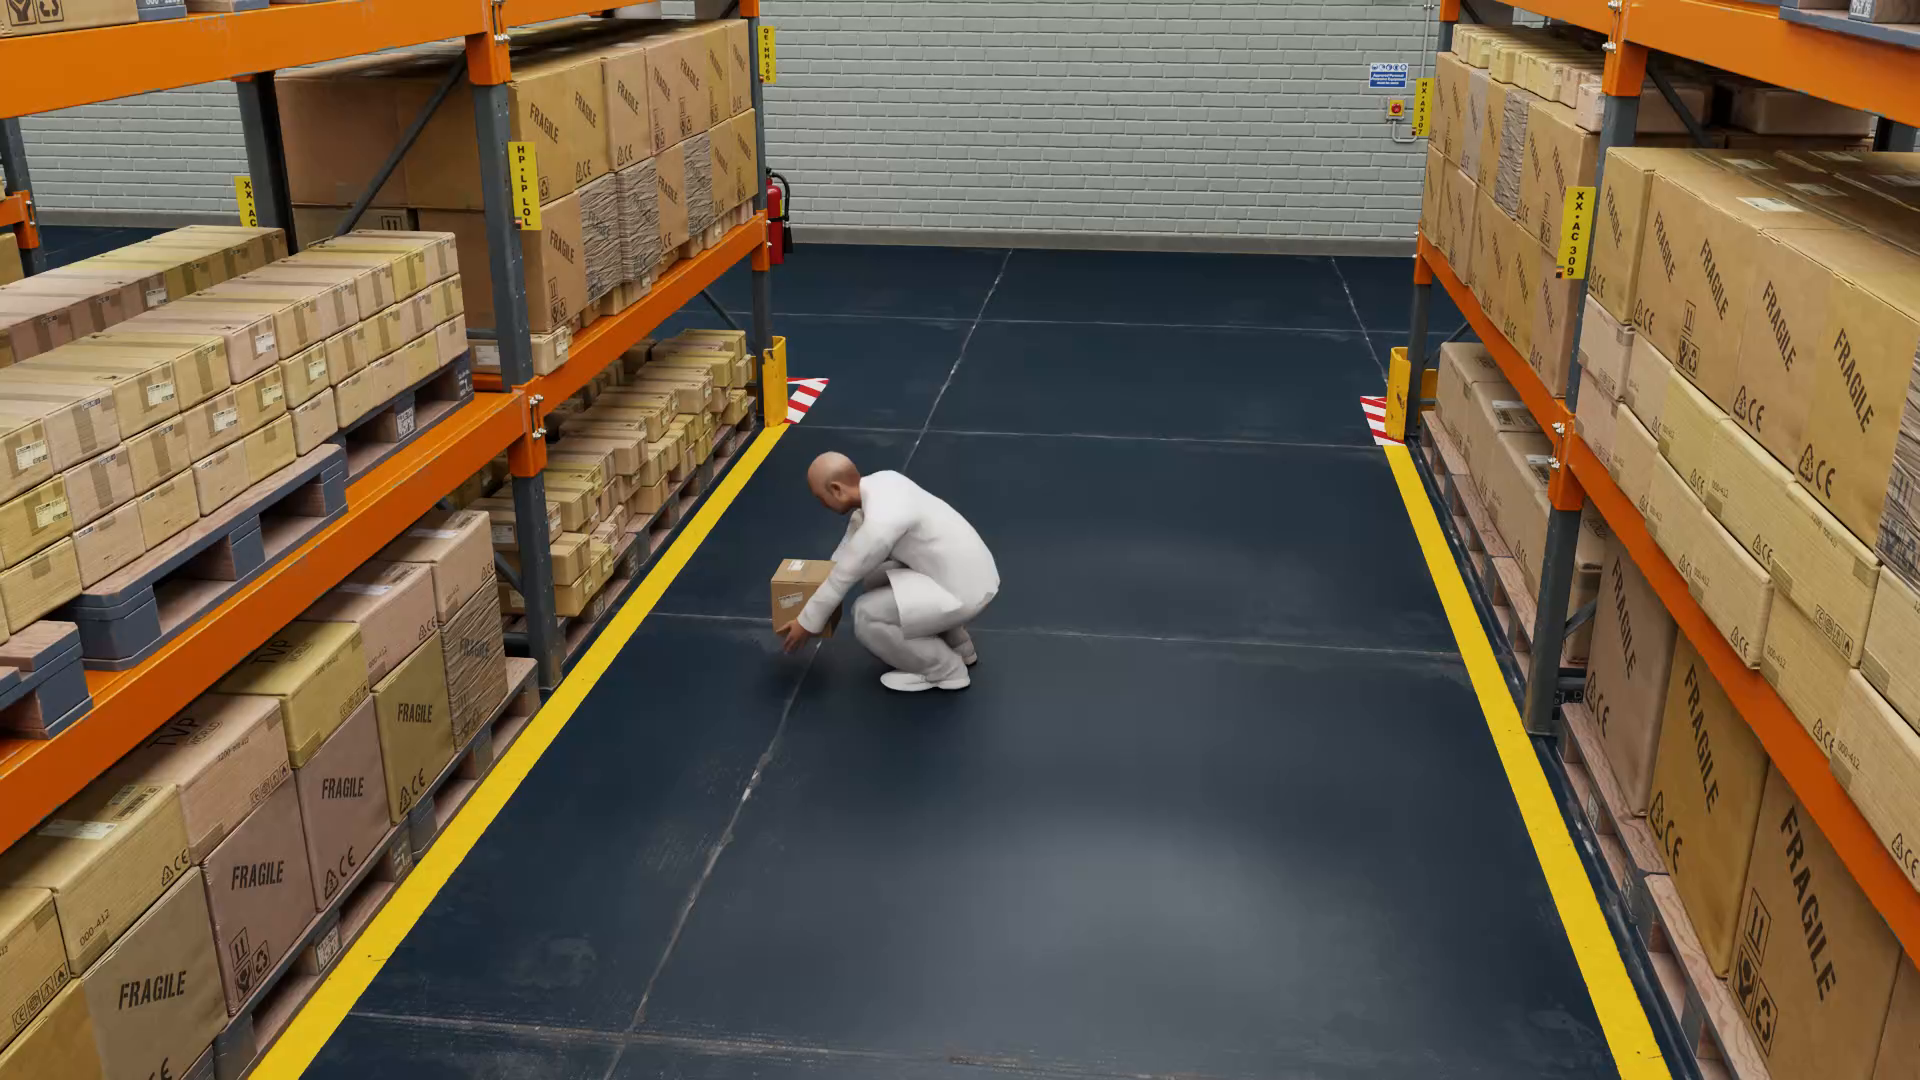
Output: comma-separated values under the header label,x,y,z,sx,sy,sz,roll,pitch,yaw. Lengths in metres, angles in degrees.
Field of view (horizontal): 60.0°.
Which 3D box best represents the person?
label,x,y,z,sx,sy,sz,roll,pitch,yaw
person,-0.295,0.108,6.943,0.922,0.985,0.589,2,21,6
